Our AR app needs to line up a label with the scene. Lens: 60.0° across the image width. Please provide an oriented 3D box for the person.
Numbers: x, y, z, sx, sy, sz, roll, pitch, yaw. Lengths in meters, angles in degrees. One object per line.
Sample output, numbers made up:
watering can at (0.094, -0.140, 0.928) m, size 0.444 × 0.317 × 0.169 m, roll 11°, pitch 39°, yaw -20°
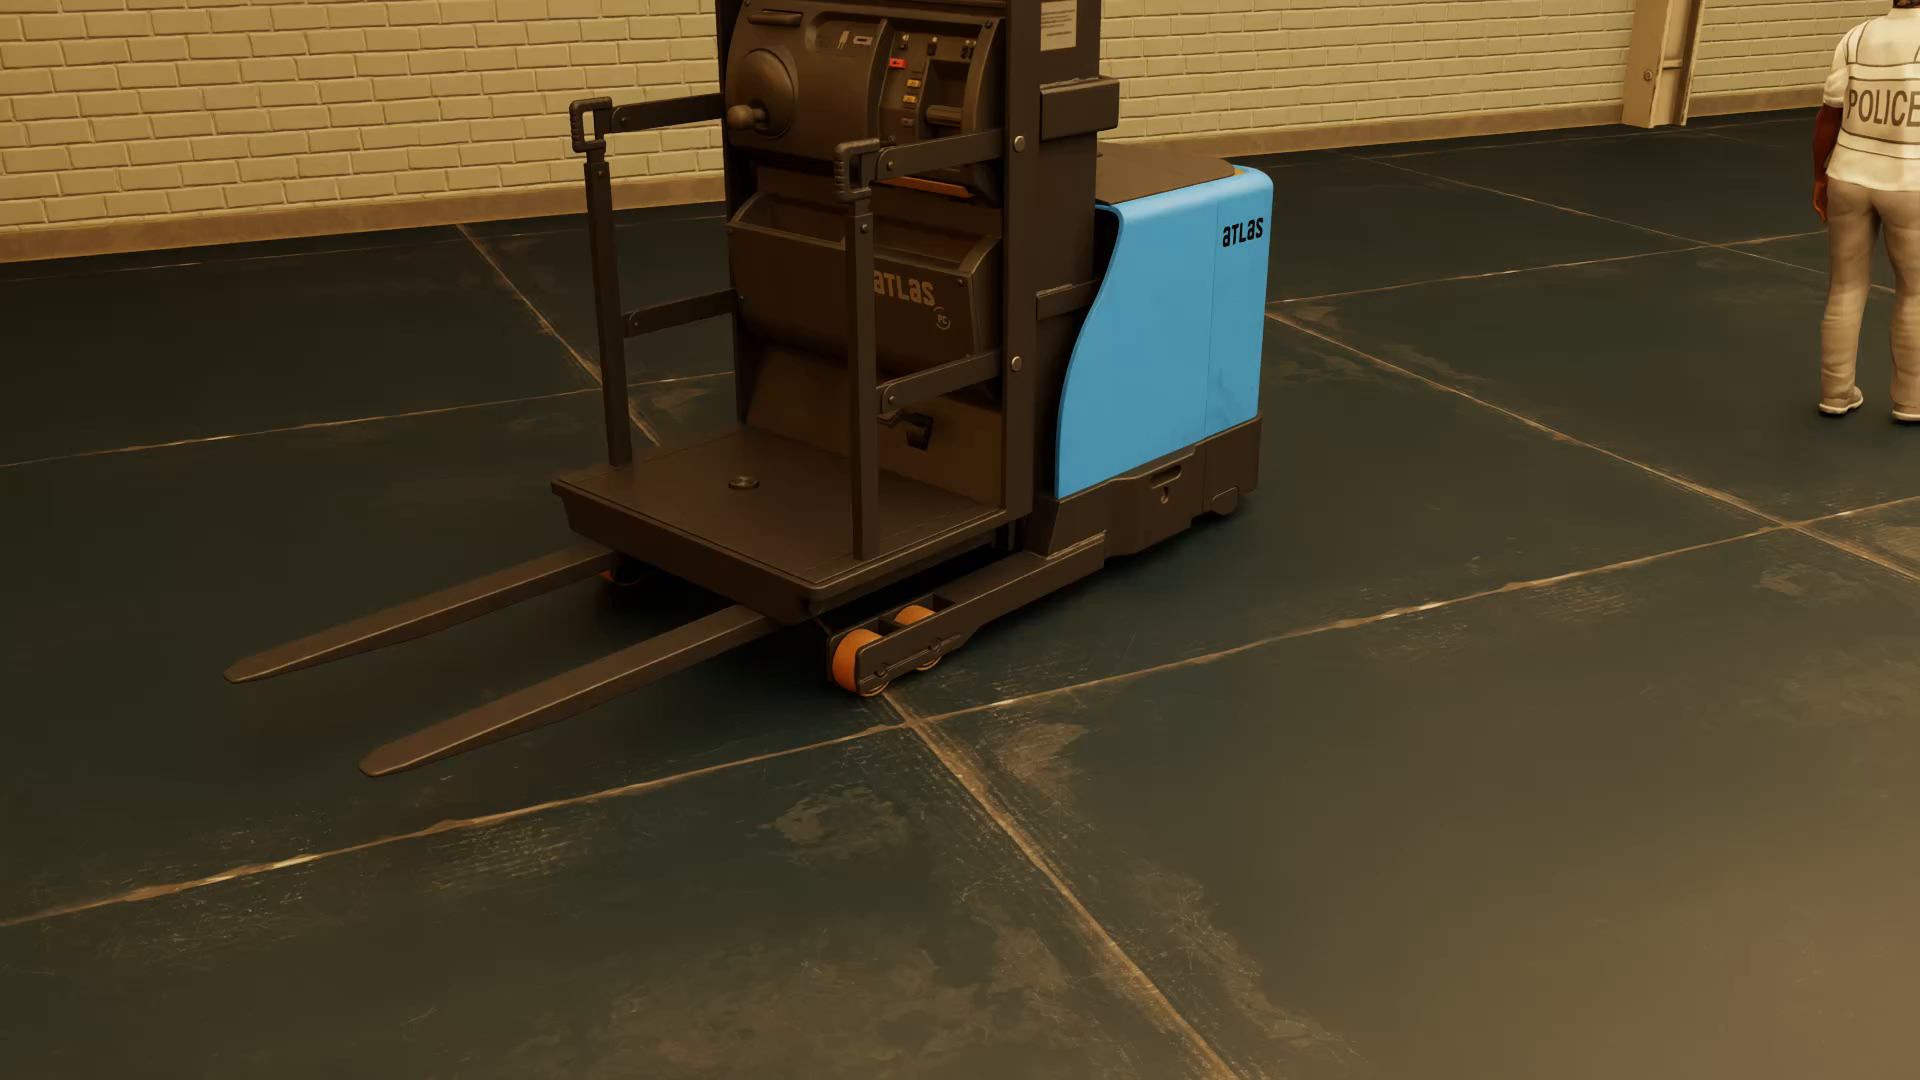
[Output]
person at (3.353, -1.270, 5.940) m, size 0.527 × 1.694 × 0.570 m, roll -18°, pitch 29°, yaw -37°

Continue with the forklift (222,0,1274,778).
forklift at (-0.413, -1.182, 4.131) m, size 1.130 × 2.935 × 3.031 m, roll 19°, pitch 29°, yaw 39°
